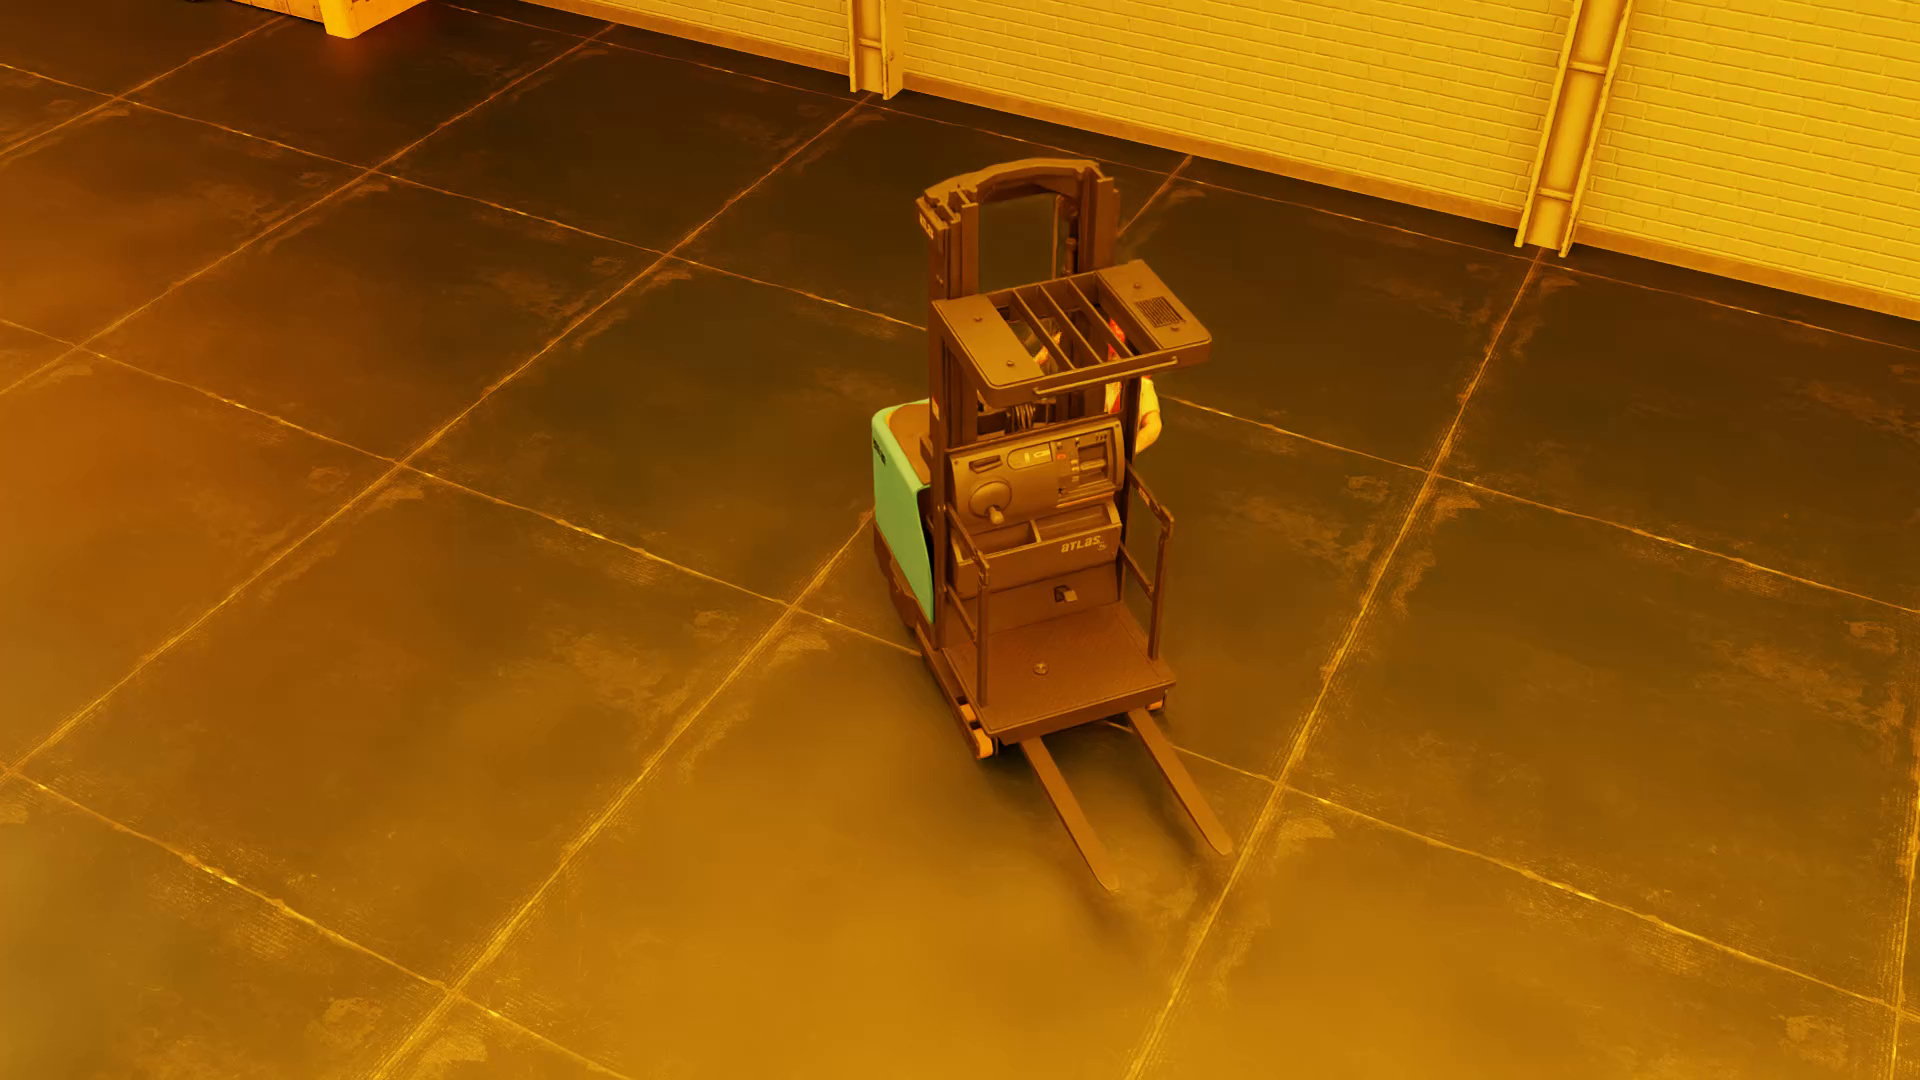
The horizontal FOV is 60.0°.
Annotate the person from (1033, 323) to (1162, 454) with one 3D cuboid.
[{"bbox_3d":[0.661,-0.541,9.702,0.863,1.564,1.136,-29,48,-30],"label":"person"}]

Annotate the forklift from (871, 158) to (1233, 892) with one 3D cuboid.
[{"bbox_3d":[0.480,-0.263,8.299,1.130,2.935,3.031,-14,42,-16],"label":"forklift"}]
